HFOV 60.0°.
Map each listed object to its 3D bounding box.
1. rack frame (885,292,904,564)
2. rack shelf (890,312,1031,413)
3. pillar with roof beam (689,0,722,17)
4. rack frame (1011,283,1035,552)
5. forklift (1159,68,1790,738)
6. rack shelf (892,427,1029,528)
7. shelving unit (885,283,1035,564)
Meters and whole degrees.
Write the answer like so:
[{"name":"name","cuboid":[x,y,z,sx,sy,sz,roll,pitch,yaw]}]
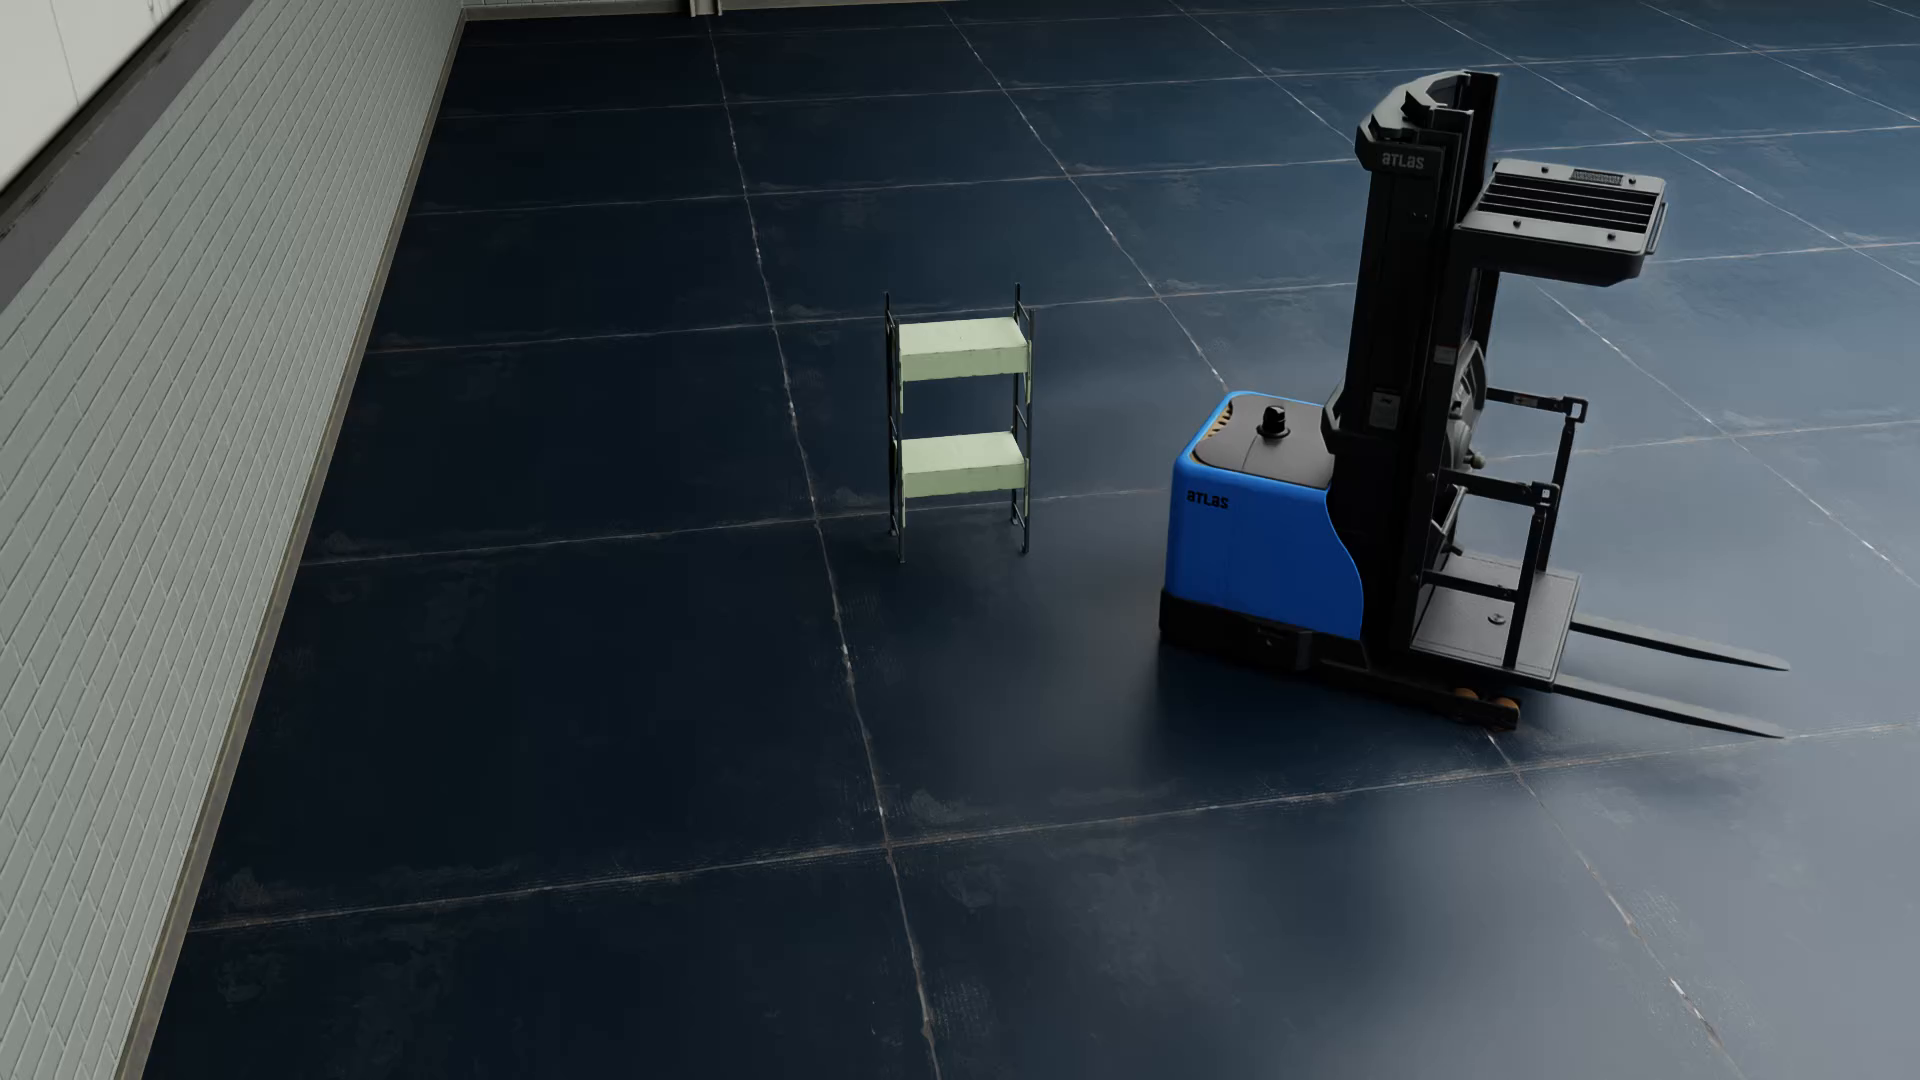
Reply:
[{"name":"rack frame","cuboid":[-0.367,-0.612,9.312,0.023,1.500,0.400,-5,31,-9]},{"name":"rack shelf","cuboid":[-0.007,-0.982,9.171,0.720,0.370,0.431,-5,31,-9]},{"name":"pillar with roof beam","cuboid":[-2.456,-8.433,15.214,0.400,9.000,9.100,-5,31,-9]},{"name":"rack frame","cuboid":[0.353,-0.679,9.426,0.023,1.500,0.400,-5,31,-9]},{"name":"forklift","cuboid":[2.614,-0.630,7.930,3.031,2.935,1.130,13,33,21]},{"name":"rack shelf","cuboid":[-0.007,-0.365,9.534,0.720,0.370,0.431,-5,31,-9]},{"name":"shelving unit","cuboid":[-0.007,-0.646,9.369,0.755,1.500,0.431,-5,31,-9]}]
